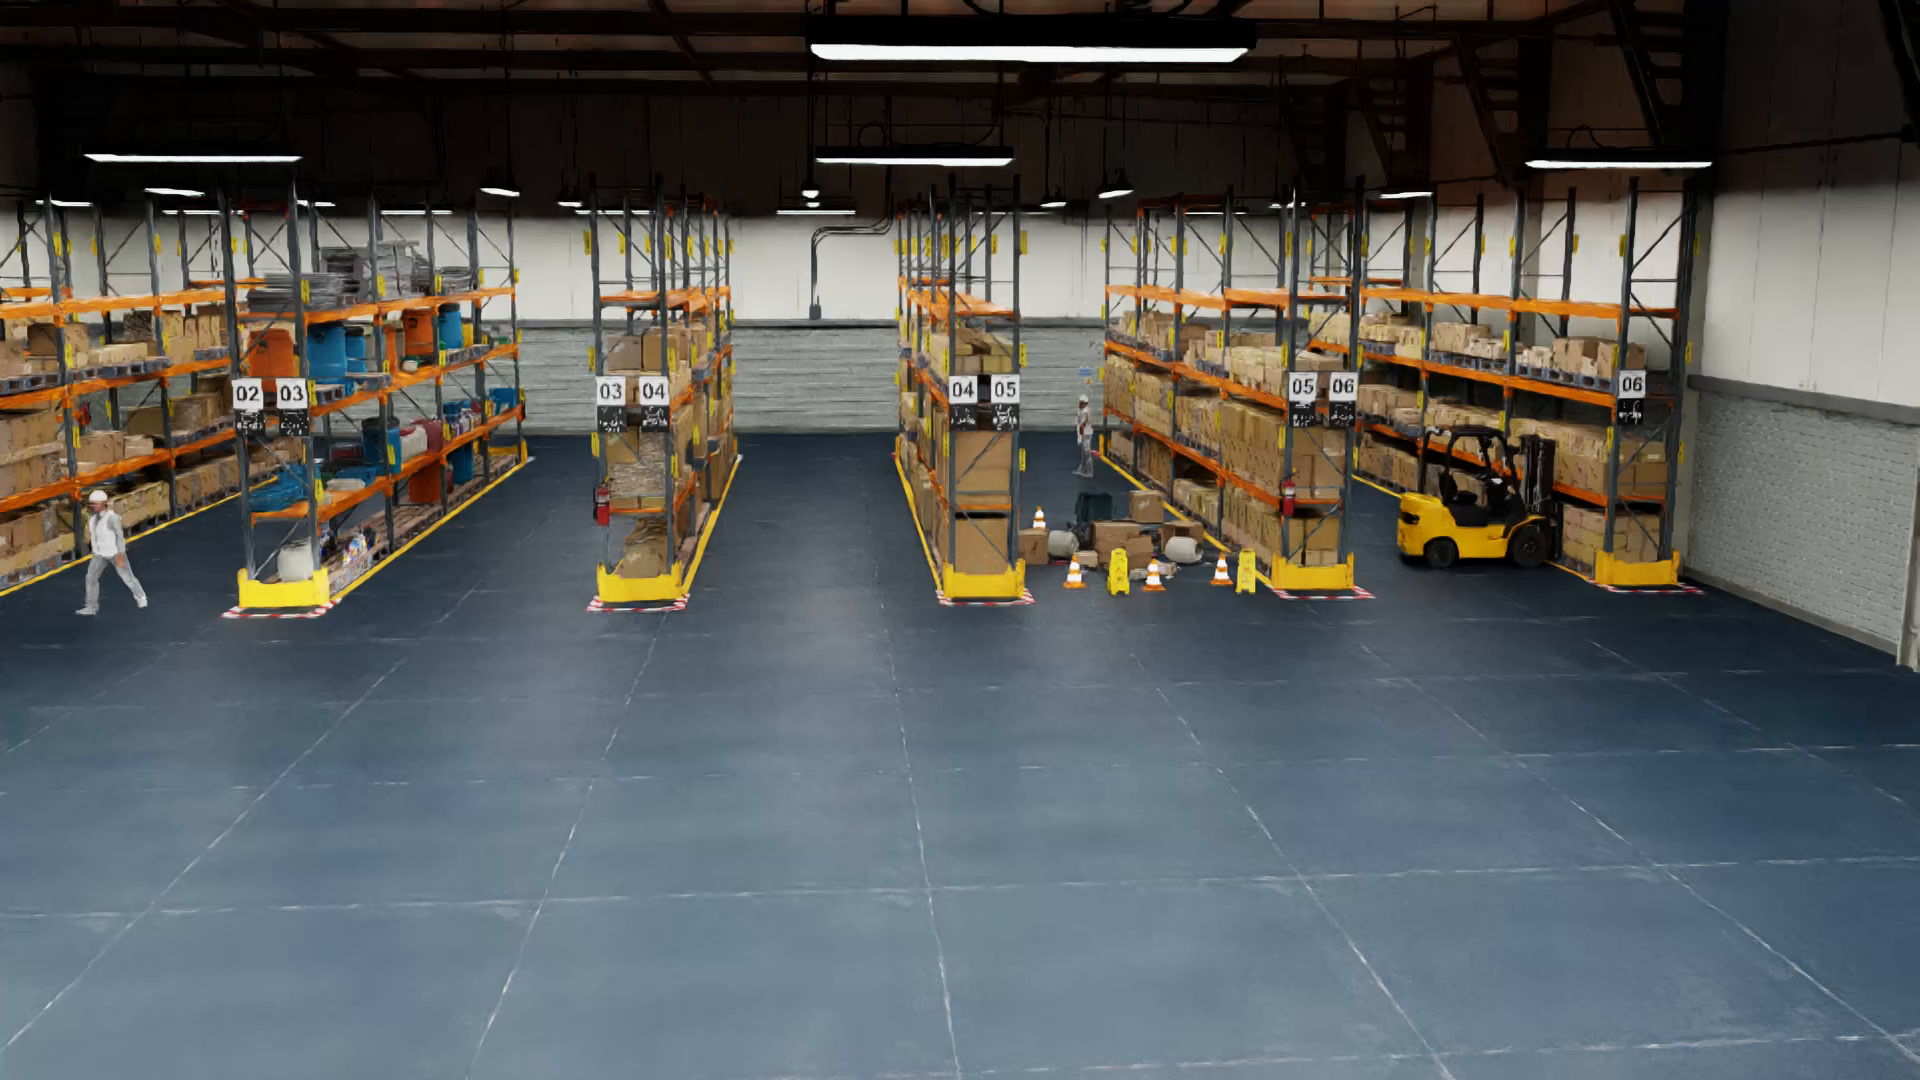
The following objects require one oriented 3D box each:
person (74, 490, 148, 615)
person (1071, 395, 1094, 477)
[{"bbox_3d":[-11.720,0.157,22.905,0.576,1.728,0.962,3,11,18],"label":"person"},{"bbox_3d":[2.694,-2.295,36.479,0.551,1.784,0.637,2,10,12],"label":"person"}]
